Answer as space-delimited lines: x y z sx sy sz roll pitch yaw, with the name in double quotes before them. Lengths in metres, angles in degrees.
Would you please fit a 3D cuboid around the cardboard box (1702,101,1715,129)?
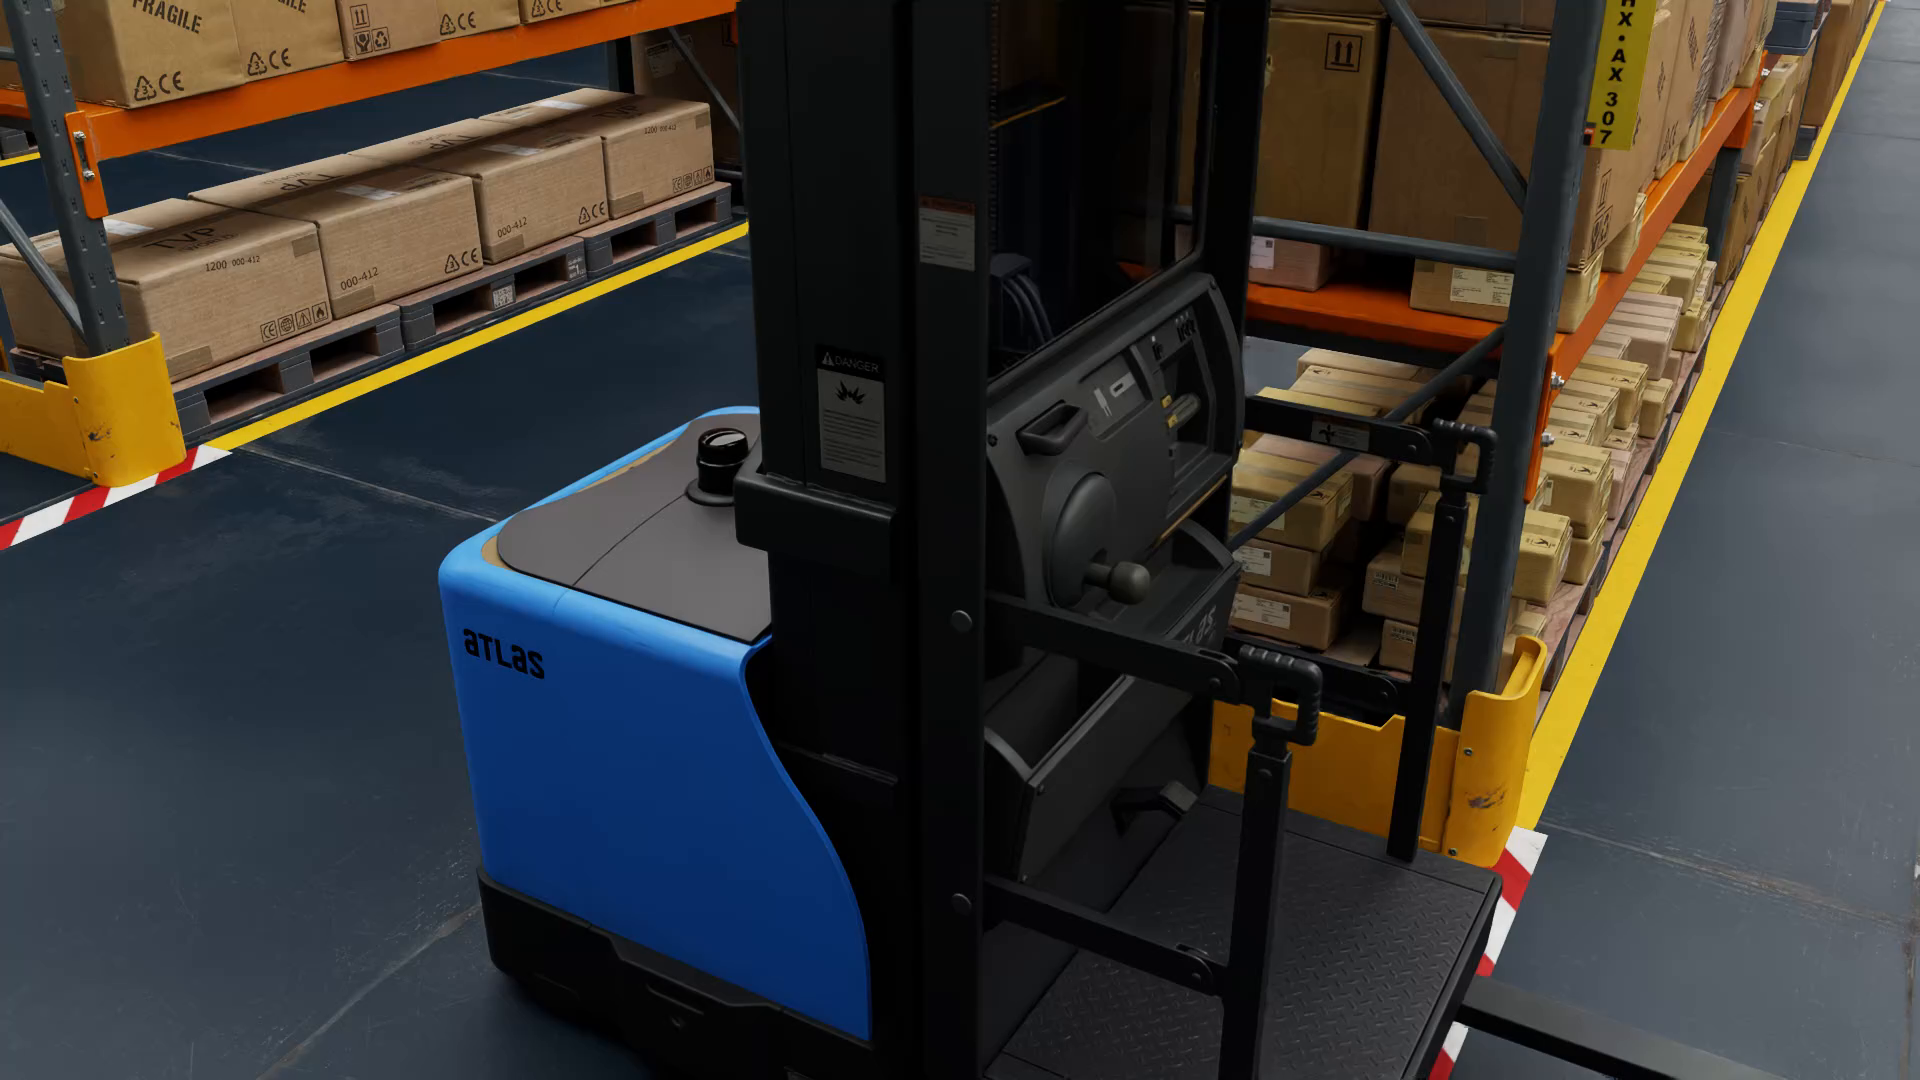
"cardboard box" 2.402 -1.538 5.752 0.380 0.149 0.250 13 29 24

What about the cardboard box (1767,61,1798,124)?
"cardboard box" 3.918 -2.277 8.434 0.500 0.250 0.500 15 30 28

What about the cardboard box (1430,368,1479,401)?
"cardboard box" 1.565 -0.615 5.678 0.380 0.149 0.250 13 29 24

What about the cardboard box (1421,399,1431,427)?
"cardboard box" 1.351 -0.399 5.580 0.380 0.149 0.250 15 30 27

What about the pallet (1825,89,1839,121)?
"pallet" 5.832 -3.312 12.131 1.003 0.211 1.213 14 30 26

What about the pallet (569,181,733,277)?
"pallet" -1.991 -1.761 9.032 1.003 0.211 1.213 14 30 26

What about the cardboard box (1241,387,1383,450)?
"cardboard box" 1.073 -0.333 5.114 0.380 0.149 0.250 13 30 25

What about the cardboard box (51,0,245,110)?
"cardboard box" -3.031 -1.896 6.076 0.500 0.500 0.500 14 30 26

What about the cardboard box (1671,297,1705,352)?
"cardboard box" 2.693 -0.873 6.526 0.380 0.149 0.250 13 29 24

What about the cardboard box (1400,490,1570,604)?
"cardboard box" 1.396 0.014 4.421 0.380 0.149 0.250 13 29 24

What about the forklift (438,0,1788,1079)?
"forklift" 0.475 -0.176 2.828 3.031 2.935 1.130 15 30 27

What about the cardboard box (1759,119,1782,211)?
"cardboard box" 3.909 -1.949 8.617 0.500 0.500 0.500 15 30 27

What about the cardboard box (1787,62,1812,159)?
"cardboard box" 4.682 -2.551 9.818 0.500 0.500 0.500 14 30 26

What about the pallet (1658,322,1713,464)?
"pallet" 2.511 -0.720 6.952 1.003 0.211 1.213 14 30 26

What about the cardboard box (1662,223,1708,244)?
"cardboard box" 2.862 -1.219 6.886 0.380 0.149 0.250 15 30 28

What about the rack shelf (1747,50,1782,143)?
"rack shelf" 3.794 -2.694 8.584 1.077 0.370 4.000 14 30 26

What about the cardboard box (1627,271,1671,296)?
"cardboard box" 2.459 -0.928 6.305 0.380 0.149 0.250 15 30 28

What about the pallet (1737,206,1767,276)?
"pallet" 3.791 -1.770 9.051 1.003 0.211 1.213 14 30 26

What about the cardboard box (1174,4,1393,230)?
"cardboard box" 0.839 -1.087 4.126 0.500 0.500 0.500 15 30 27

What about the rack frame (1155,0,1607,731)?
"rack frame" 0.842 -0.677 3.752 1.000 3.000 0.127 14 30 26

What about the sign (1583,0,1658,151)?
"sign" 1.315 -0.945 3.320 0.100 0.325 0.005 14 30 26

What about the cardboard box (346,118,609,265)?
"cardboard box" -2.391 -1.759 8.306 0.875 0.438 0.875 13 29 25

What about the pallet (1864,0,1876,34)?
"pallet" 7.787 -4.863 15.230 1.003 0.211 1.213 14 30 26

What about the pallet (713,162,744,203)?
"pallet" -1.235 -2.357 10.223 1.003 0.211 1.213 14 30 26

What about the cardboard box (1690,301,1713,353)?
"cardboard box" 2.914 -0.921 6.955 0.380 0.149 0.250 15 30 27

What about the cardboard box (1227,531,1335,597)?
"cardboard box" 0.854 0.008 4.766 0.380 0.149 0.250 13 30 25

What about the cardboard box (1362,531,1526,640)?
"cardboard box" 1.324 0.129 4.525 0.380 0.149 0.250 16 31 28

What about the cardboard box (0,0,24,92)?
"cardboard box" -3.510 -2.019 6.320 0.500 0.500 0.500 14 30 26

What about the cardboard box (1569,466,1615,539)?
"cardboard box" 1.772 -0.156 5.094 0.380 0.149 0.250 15 30 28

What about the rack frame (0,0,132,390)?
"rack frame" -3.517 -1.728 5.851 1.000 3.000 0.127 14 30 26

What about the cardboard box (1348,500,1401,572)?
"cardboard box" 1.163 -0.048 5.210 0.380 0.149 0.250 14 30 26

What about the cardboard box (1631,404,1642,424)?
"cardboard box" 2.218 -0.431 5.976 0.380 0.149 0.250 15 30 27

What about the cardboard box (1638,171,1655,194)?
"cardboard box" 1.864 -1.142 4.961 0.380 0.149 0.250 14 30 25

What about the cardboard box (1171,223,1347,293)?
"cardboard box" 0.757 -0.754 4.186 0.380 0.149 0.250 14 30 26

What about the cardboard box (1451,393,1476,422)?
"cardboard box" 1.686 -0.444 6.002 0.380 0.149 0.250 15 30 28

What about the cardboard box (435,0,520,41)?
"cardboard box" -2.309 -2.493 7.267 0.500 0.500 0.500 15 30 28

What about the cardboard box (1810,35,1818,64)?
"cardboard box" 4.670 -2.876 9.630 0.500 0.250 0.500 13 30 25

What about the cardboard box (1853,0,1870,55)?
"cardboard box" 6.519 -4.274 12.981 1.050 0.750 0.750 14 30 26

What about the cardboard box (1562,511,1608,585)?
"cardboard box" 1.774 -0.018 5.150 0.380 0.149 0.250 15 30 27

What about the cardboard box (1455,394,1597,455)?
"cardboard box" 1.712 -0.304 5.058 0.380 0.149 0.250 13 29 24

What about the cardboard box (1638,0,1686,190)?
"cardboard box" 1.545 -1.183 4.319 0.500 0.500 0.500 14 30 26

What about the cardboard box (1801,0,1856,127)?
"cardboard box" 5.156 -3.194 10.824 1.050 0.750 0.750 14 30 25

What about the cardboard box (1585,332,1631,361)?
"cardboard box" 2.066 -0.622 5.693 0.380 0.149 0.250 14 30 26

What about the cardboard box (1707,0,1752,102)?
"cardboard box" 2.316 -1.767 5.486 0.500 0.500 0.500 14 30 26

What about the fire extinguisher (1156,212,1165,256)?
"fire extinguisher" 0.317 -0.479 3.860 0.296 0.674 0.183 14 30 26
